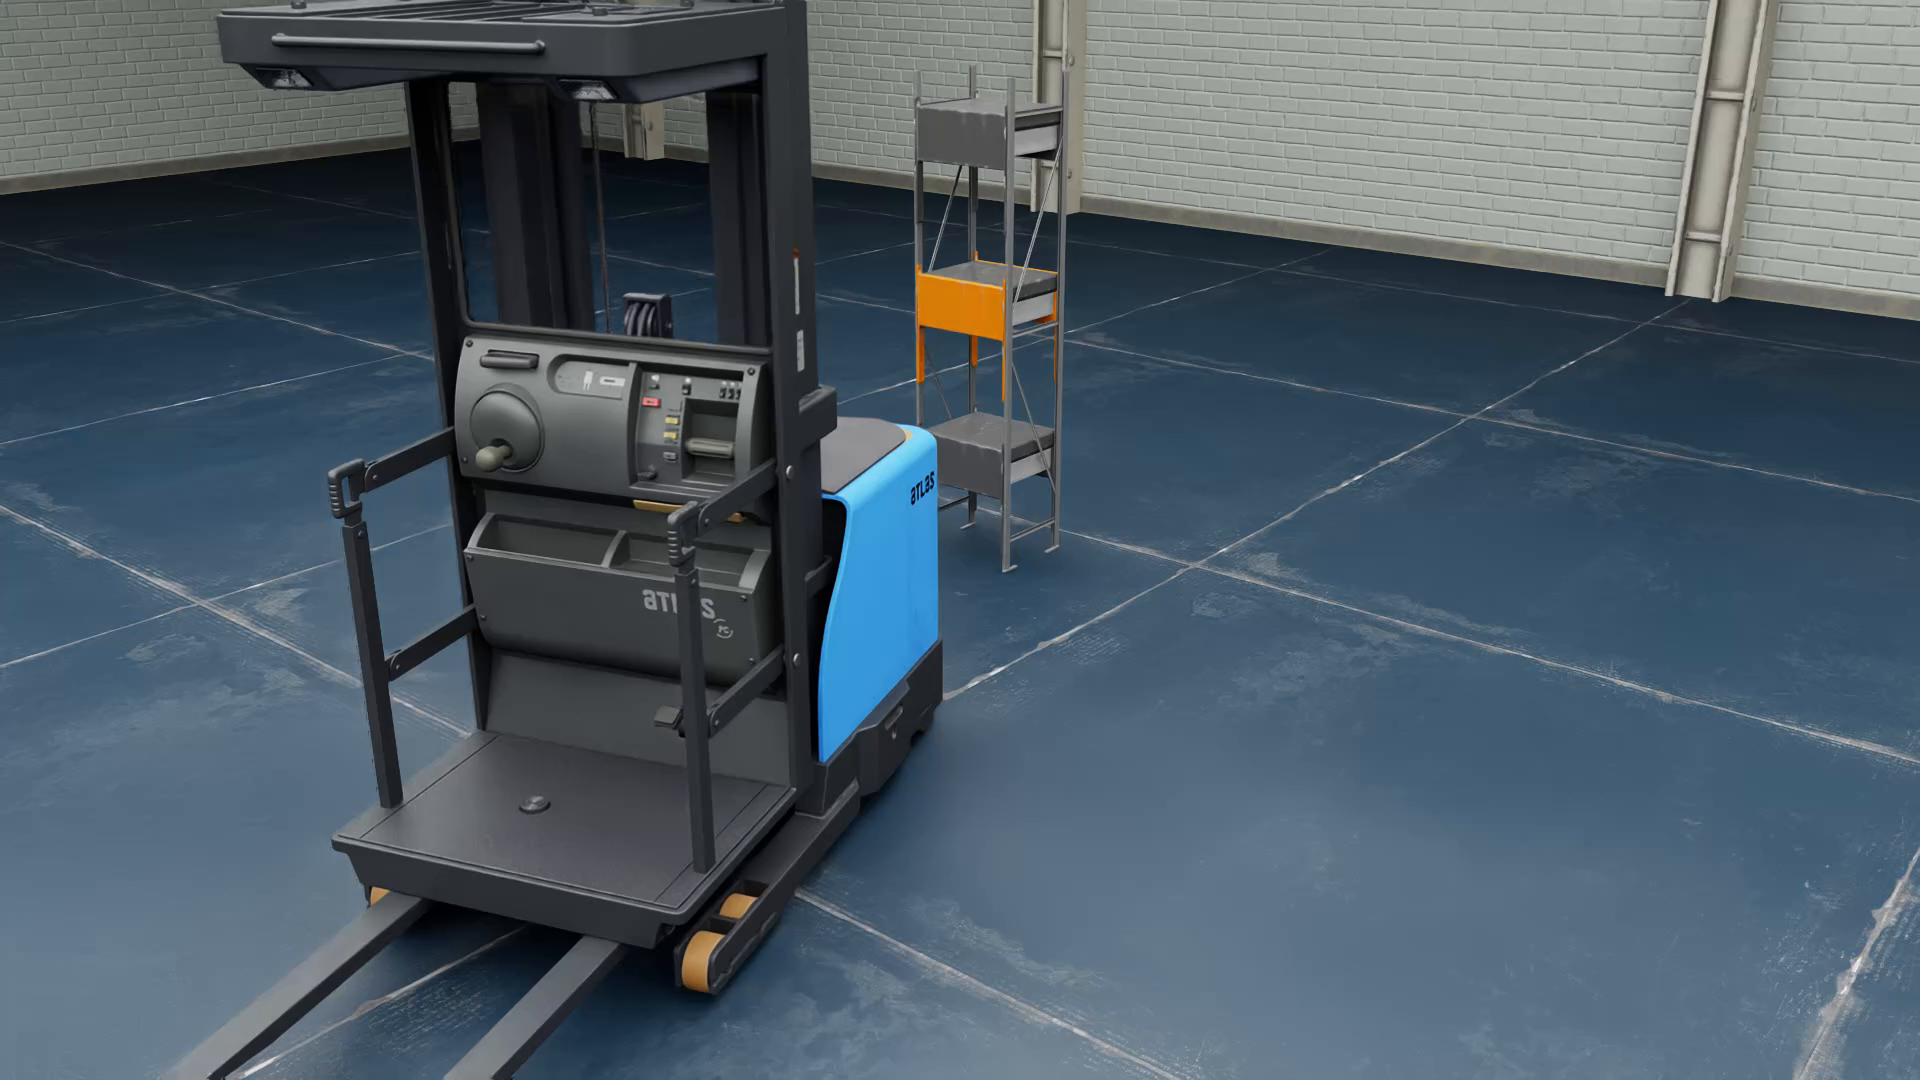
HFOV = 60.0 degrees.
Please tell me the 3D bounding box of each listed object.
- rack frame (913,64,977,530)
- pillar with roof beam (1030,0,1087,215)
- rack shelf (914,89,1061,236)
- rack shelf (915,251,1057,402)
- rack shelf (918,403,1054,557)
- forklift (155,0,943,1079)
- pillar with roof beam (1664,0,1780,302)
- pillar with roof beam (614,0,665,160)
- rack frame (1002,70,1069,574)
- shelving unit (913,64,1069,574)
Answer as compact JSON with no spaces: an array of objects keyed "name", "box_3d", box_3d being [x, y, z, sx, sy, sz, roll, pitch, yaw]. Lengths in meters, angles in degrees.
[{"name":"rack frame","box_3d":[-0.061,-1.000,7.344,0.015,2.100,0.400,16,26,36]},{"name":"pillar with roof beam","box_3d":[-1.792,-6.222,11.414,0.400,9.000,9.100,16,26,36]},{"name":"rack shelf","box_3d":[0.128,-1.588,6.958,0.480,0.518,0.431,16,26,36]},{"name":"rack shelf","box_3d":[0.128,-0.933,7.205,0.480,0.518,0.431,16,26,36]},{"name":"rack shelf","box_3d":[0.128,-0.278,7.452,0.480,0.518,0.431,16,26,36]},{"name":"forklift","box_3d":[-1.044,-0.321,4.365,1.130,2.935,3.031,7,22,19]},{"name":"pillar with roof beam","box_3d":[2.856,-4.883,7.864,0.400,9.000,9.100,16,26,36]},{"name":"pillar with roof beam","box_3d":[-6.441,-7.560,14.963,0.400,9.000,9.100,16,26,36]},{"name":"rack frame","box_3d":[0.317,-0.891,7.055,0.015,2.100,0.400,16,26,36]},{"name":"shelving unit","box_3d":[0.128,-0.946,7.200,0.503,2.100,0.431,16,26,36]}]
